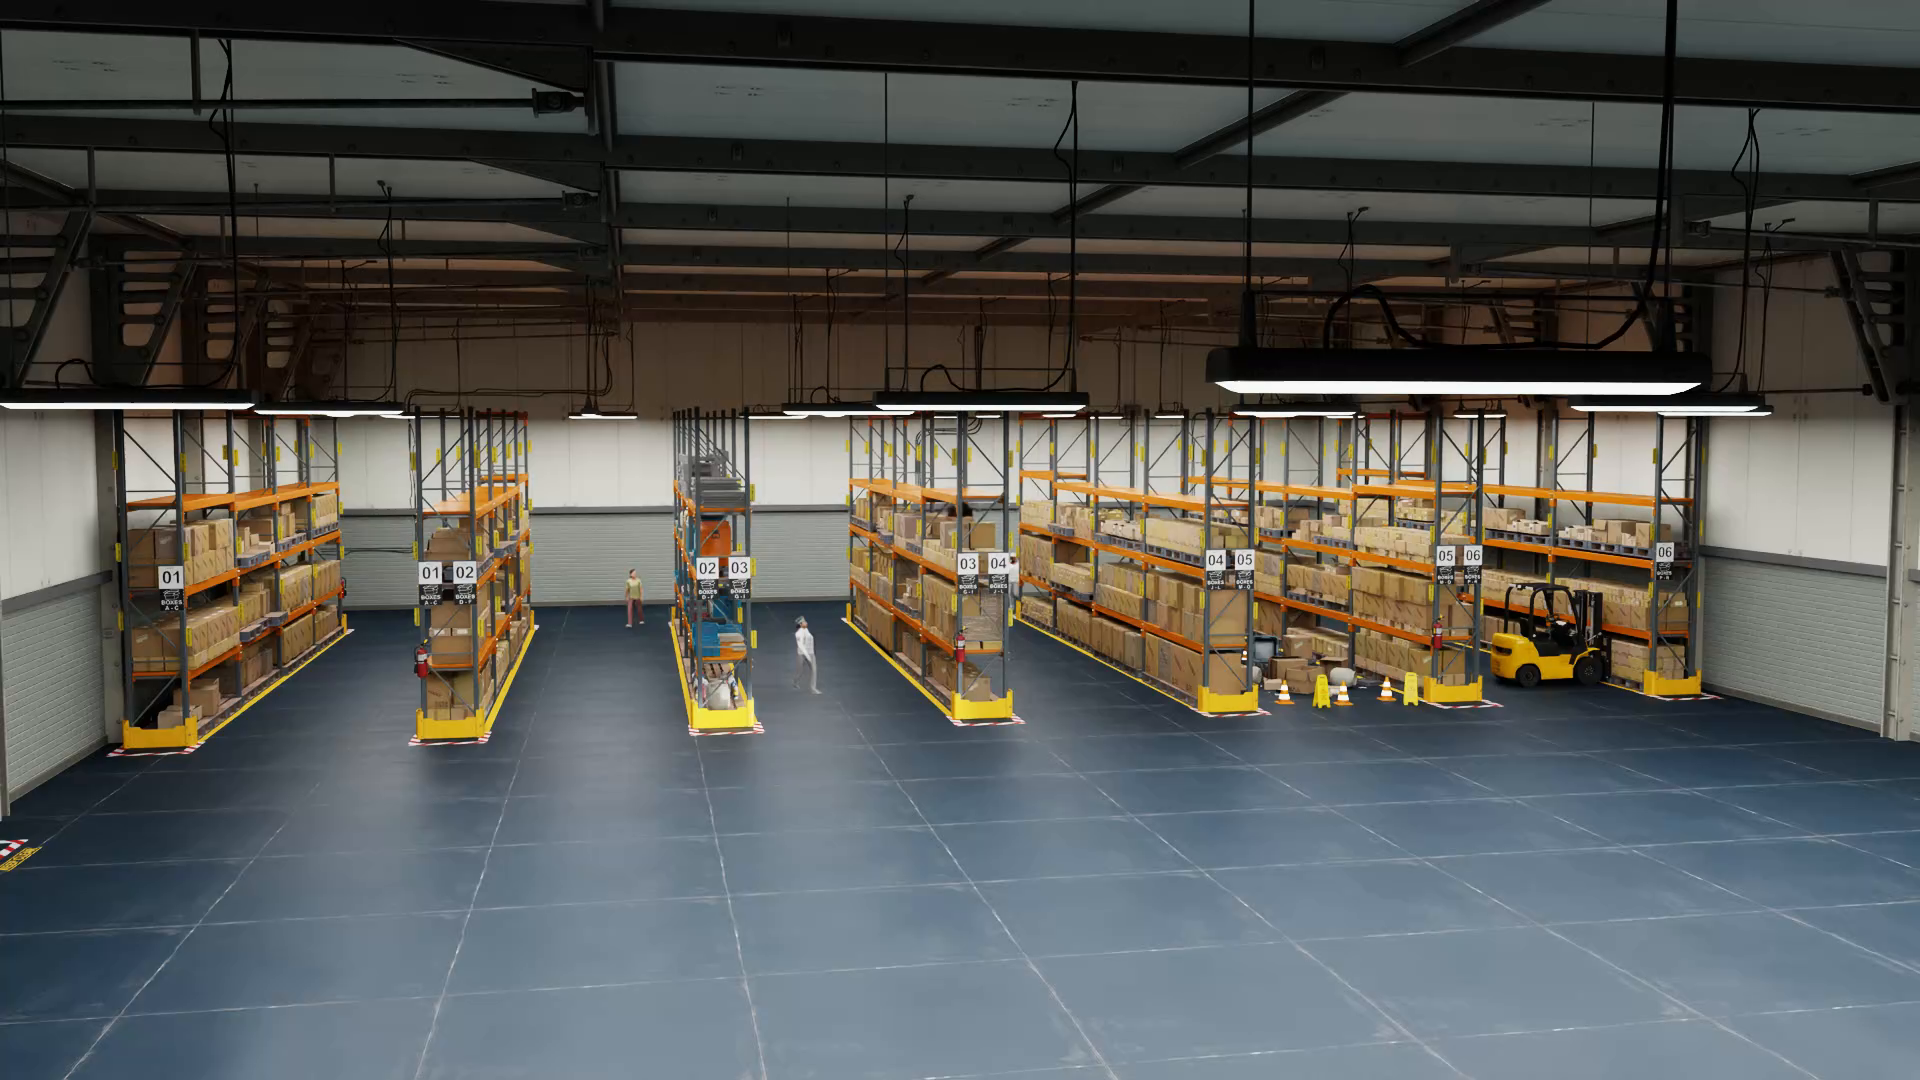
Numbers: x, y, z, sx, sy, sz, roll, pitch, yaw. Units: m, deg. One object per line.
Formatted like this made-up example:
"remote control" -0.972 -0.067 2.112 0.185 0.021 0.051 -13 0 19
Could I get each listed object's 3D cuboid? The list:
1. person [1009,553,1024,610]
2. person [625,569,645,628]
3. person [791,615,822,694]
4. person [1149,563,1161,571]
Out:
"person" 1.636 1.254 50.343 0.586 1.749 0.594 3 5 36
"person" -9.076 1.625 46.310 0.531 1.625 1.016 0 4 4
"person" -3.265 2.411 35.031 0.447 1.645 0.939 -3 5 -32
"person" 5.551 1.409 48.159 0.446 1.798 0.600 -3 5 -32
